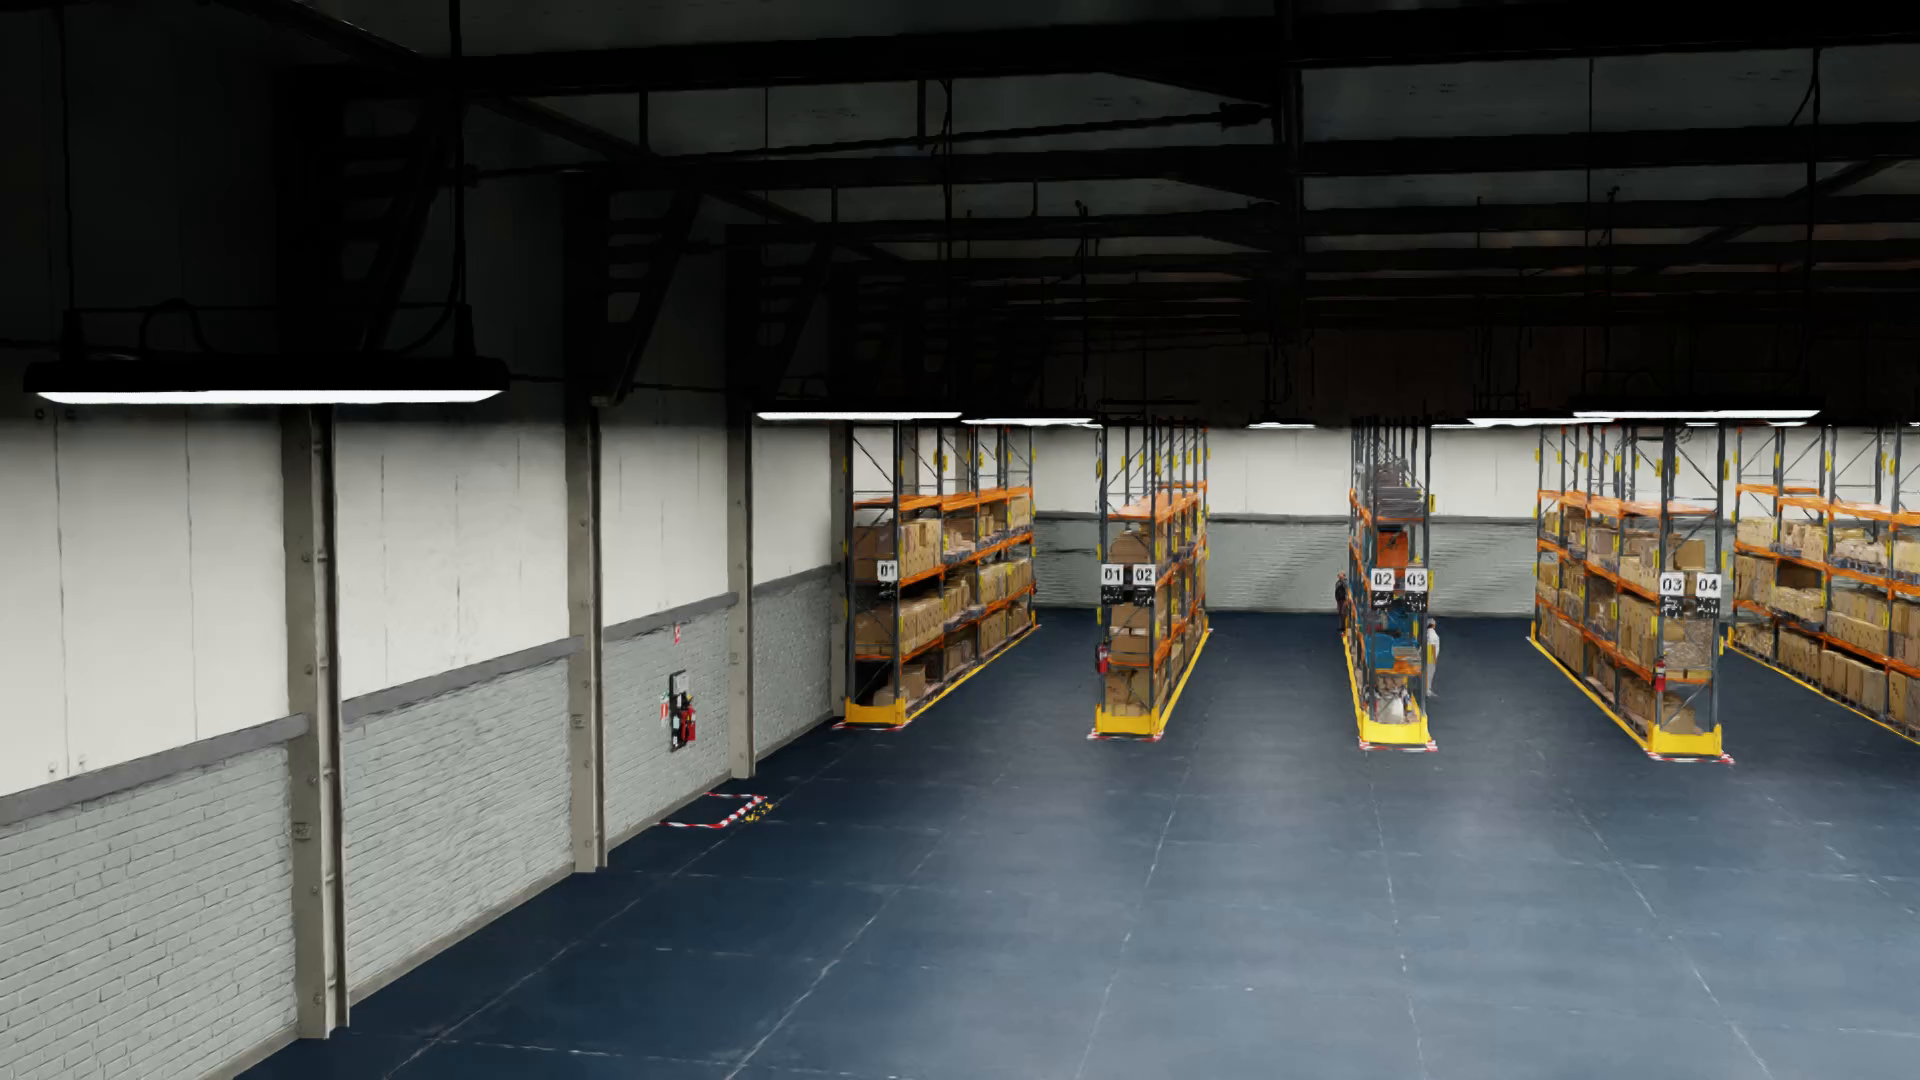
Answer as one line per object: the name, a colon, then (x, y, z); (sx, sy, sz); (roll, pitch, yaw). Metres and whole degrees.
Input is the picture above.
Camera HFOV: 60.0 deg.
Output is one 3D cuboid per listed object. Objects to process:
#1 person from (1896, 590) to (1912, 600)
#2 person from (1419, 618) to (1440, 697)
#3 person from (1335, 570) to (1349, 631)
person: (25.670, 1.886, 45.255); (0.568, 1.661, 0.507); (-2, 4, -30)
person: (10.079, 2.498, 35.720); (0.400, 1.668, 0.608); (-1, 4, -9)
person: (10.931, 1.715, 47.270); (0.500, 1.716, 0.553); (-1, 4, -20)
